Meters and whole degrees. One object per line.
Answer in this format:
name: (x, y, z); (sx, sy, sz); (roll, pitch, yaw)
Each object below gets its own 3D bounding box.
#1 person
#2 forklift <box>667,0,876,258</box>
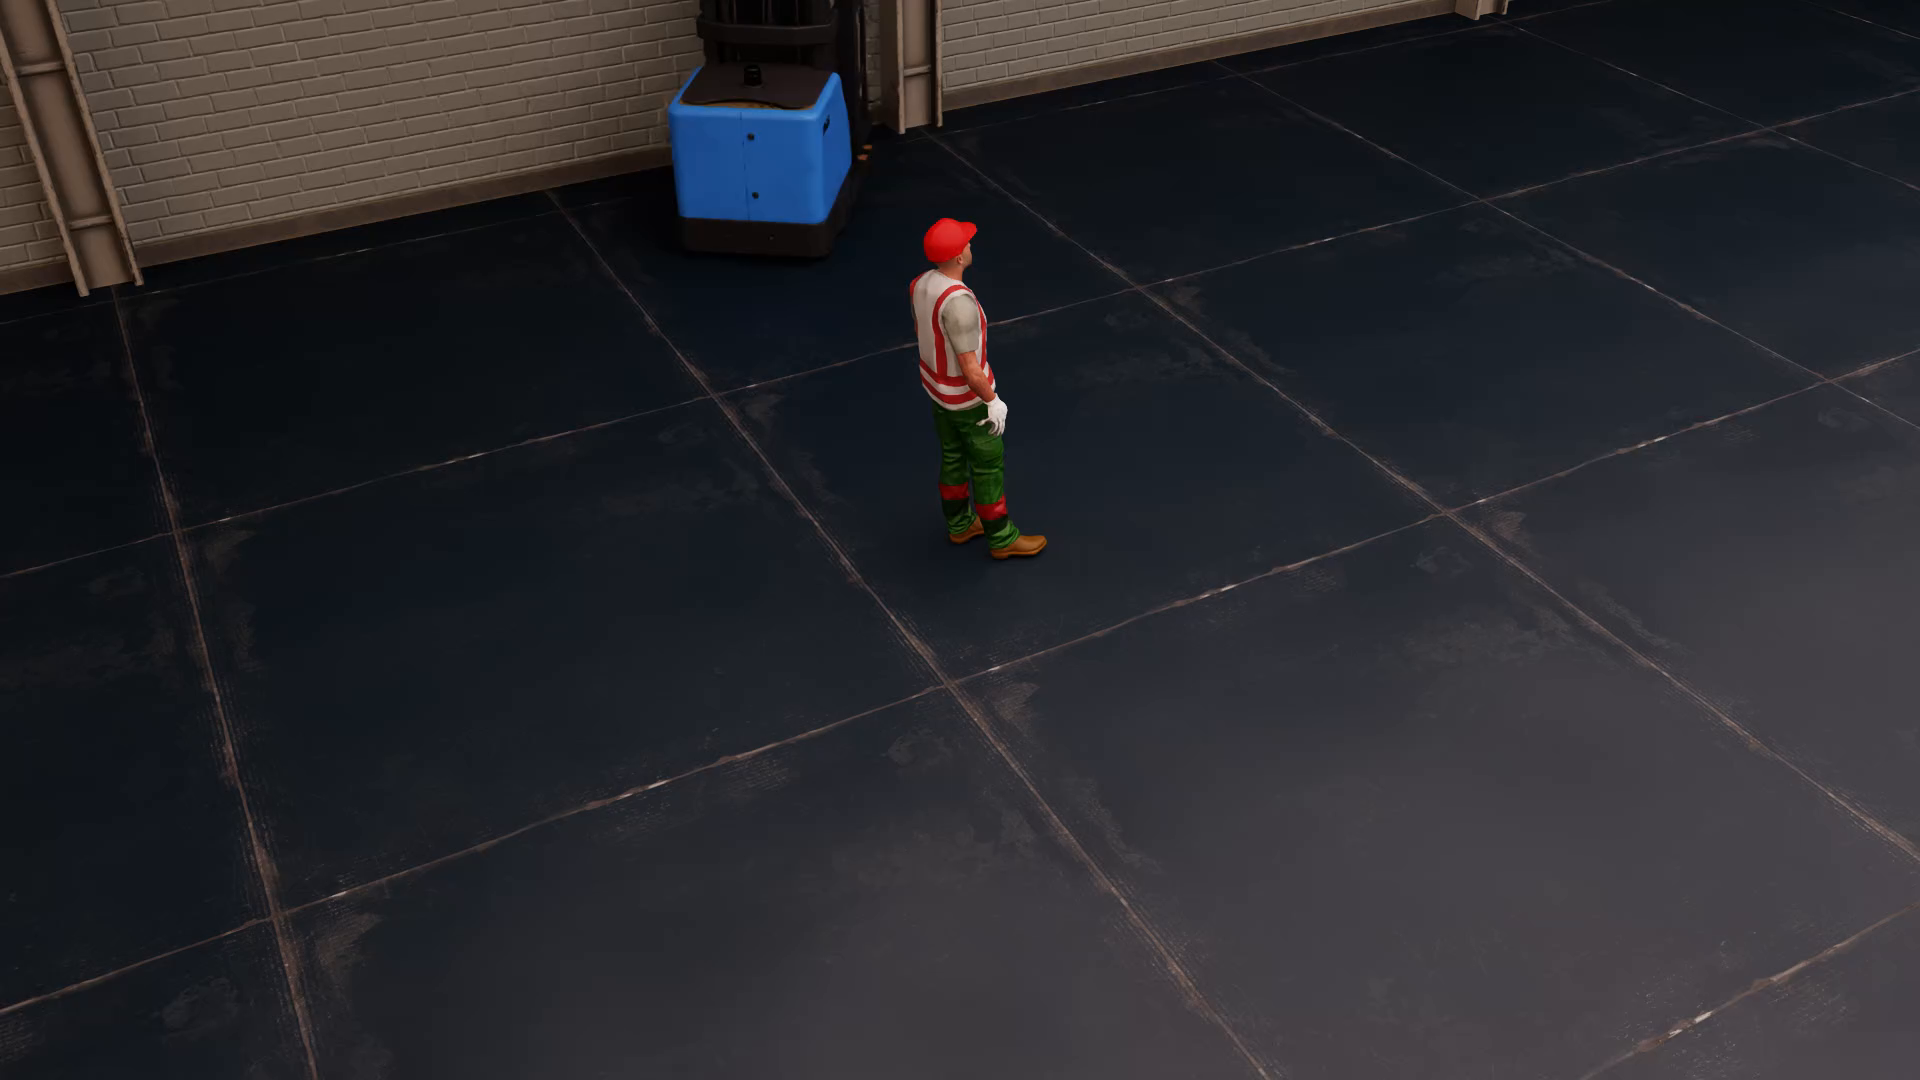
person: (0.076, -0.752, 8.163); (0.564, 1.787, 0.637); (-17, 39, -23)
forklift: (-1.234, -3.943, 11.701); (1.130, 2.935, 3.031); (4, 35, 6)
